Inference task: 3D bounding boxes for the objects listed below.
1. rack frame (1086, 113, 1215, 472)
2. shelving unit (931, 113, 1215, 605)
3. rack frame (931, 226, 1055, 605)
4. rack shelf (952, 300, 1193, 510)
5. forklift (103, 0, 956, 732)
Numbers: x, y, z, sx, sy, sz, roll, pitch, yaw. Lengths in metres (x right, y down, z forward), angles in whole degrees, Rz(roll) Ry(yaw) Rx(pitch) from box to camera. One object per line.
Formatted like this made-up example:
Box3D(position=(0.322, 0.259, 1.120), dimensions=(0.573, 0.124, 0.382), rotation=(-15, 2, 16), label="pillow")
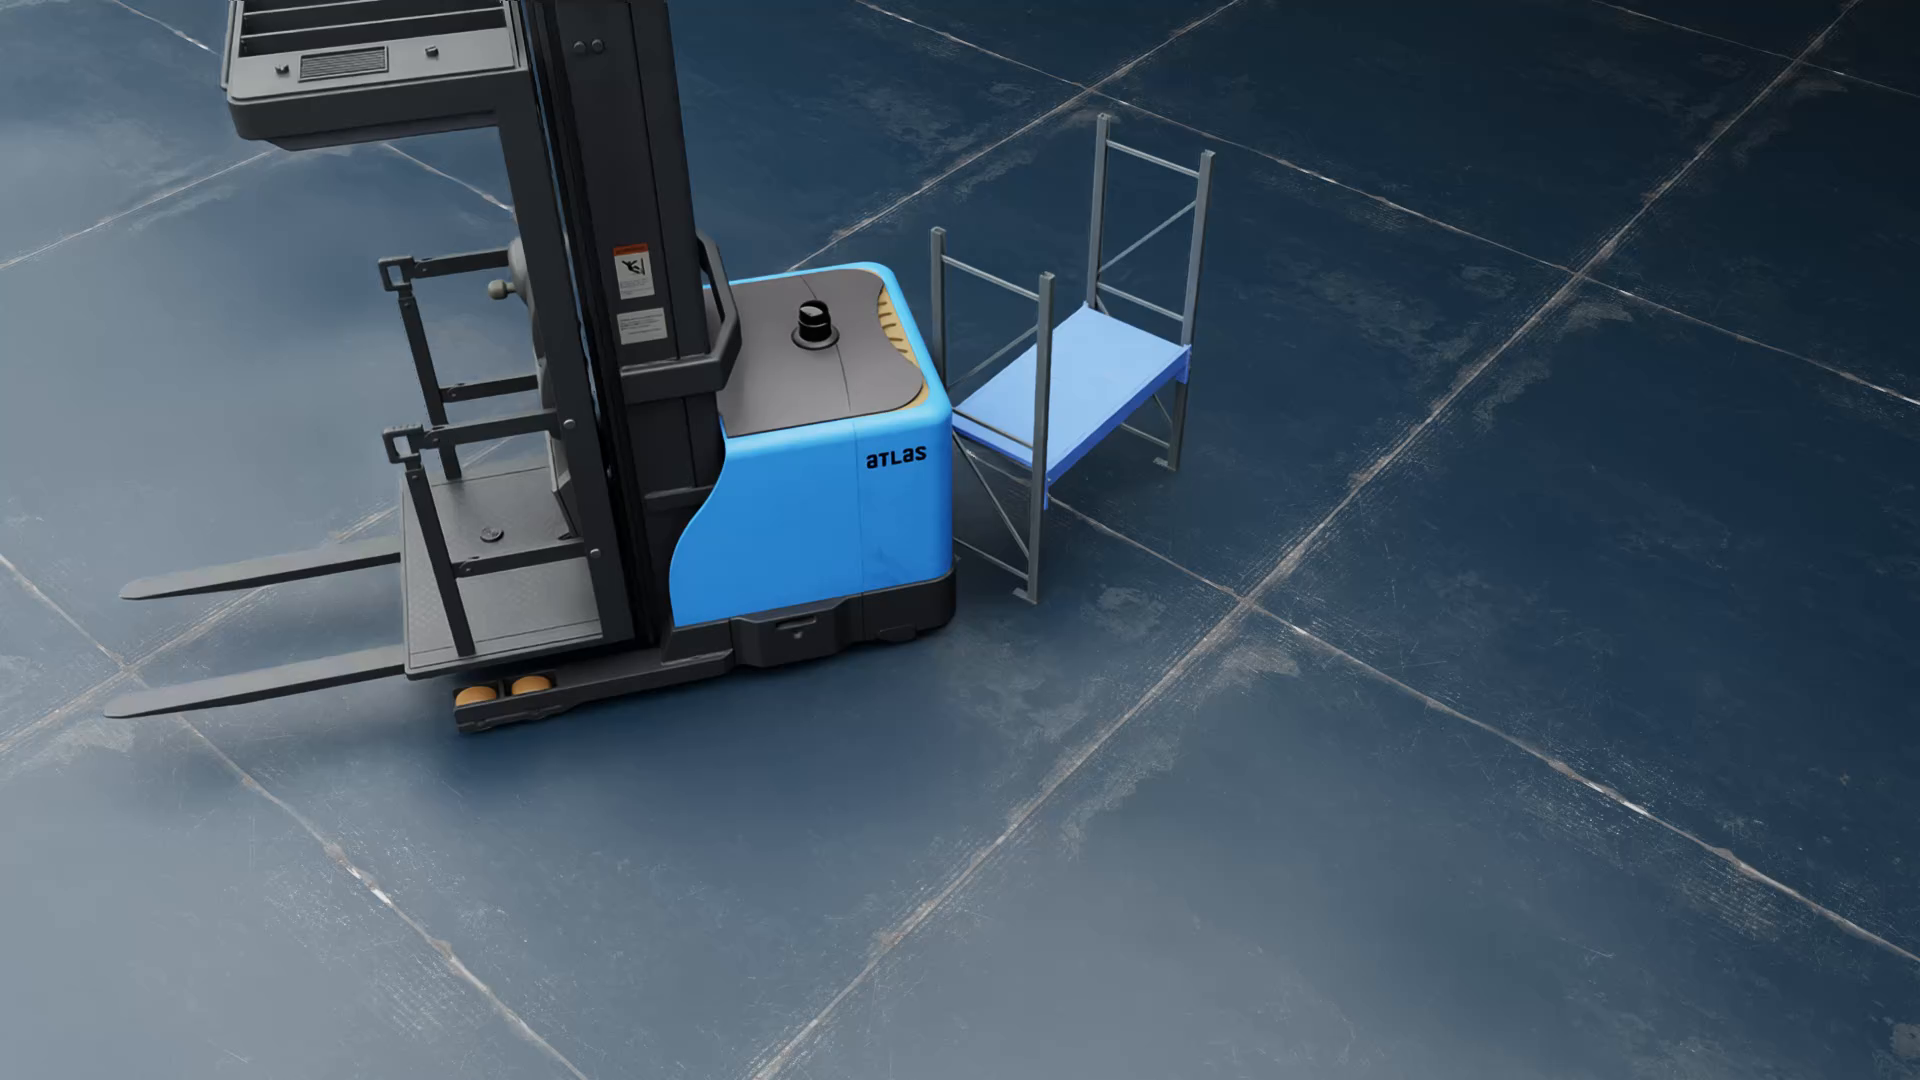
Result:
Box3D(position=(0.727, -0.954, 6.684), dimensions=(0.500, 1.500, 0.032), rotation=(27, 49, 27), label="rack frame")
Box3D(position=(0.417, -0.682, 6.386), dimensions=(0.538, 1.500, 1.048), rotation=(27, 49, 27), label="shelving unit")
Box3D(position=(0.107, -0.411, 6.087), dimensions=(0.500, 1.500, 0.032), rotation=(27, 49, 27), label="rack frame")
Box3D(position=(0.417, -0.549, 6.507), dimensions=(0.538, 0.185, 1.000), rotation=(27, 49, 27), label="rack shelf")
Box3D(position=(-1.589, -0.793, 5.444), dimensions=(3.031, 2.935, 1.130), rotation=(-10, 43, -11), label="forklift")
